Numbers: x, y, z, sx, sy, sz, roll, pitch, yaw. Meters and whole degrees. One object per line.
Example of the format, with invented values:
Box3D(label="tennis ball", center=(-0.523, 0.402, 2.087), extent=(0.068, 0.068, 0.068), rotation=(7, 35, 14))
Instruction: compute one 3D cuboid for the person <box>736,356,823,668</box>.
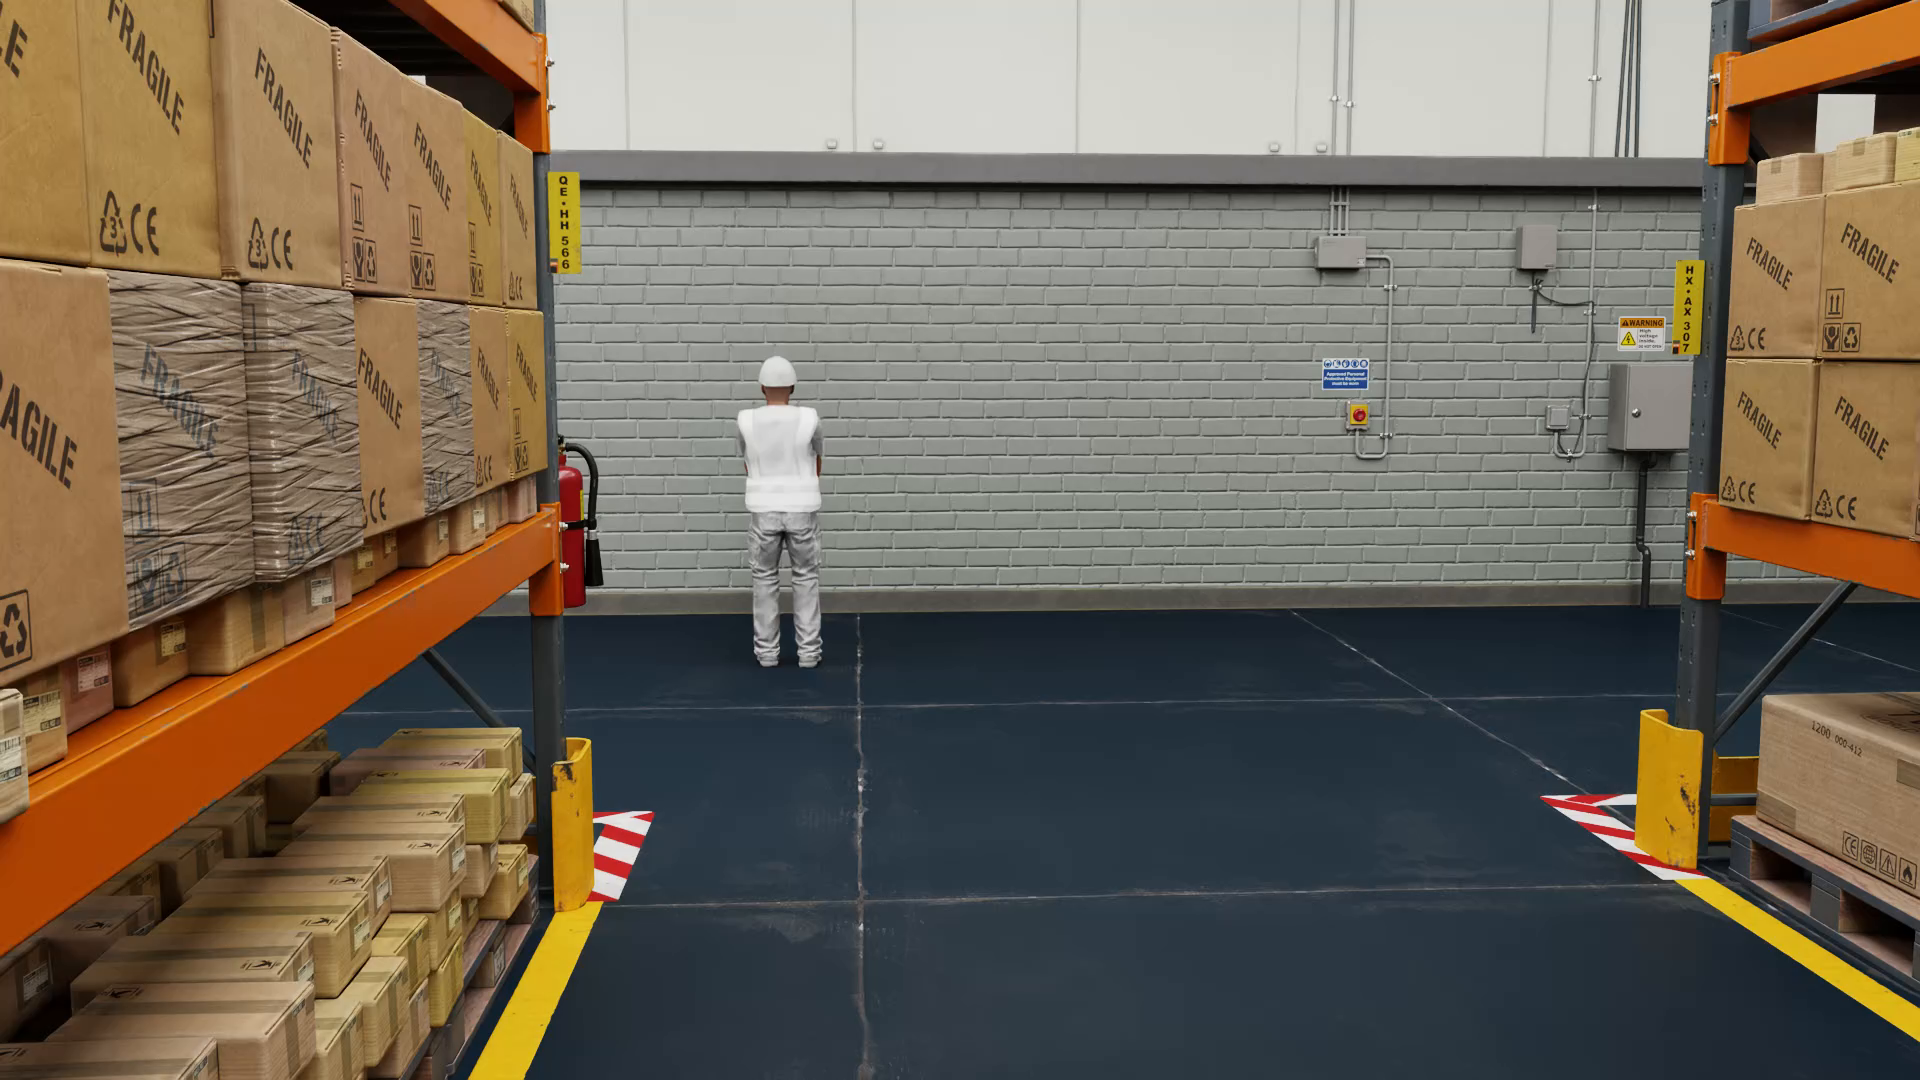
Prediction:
Box3D(label="person", center=(-1.026, -0.169, 9.596), extent=(0.488, 1.778, 0.573), rotation=(0, 7, -3))
